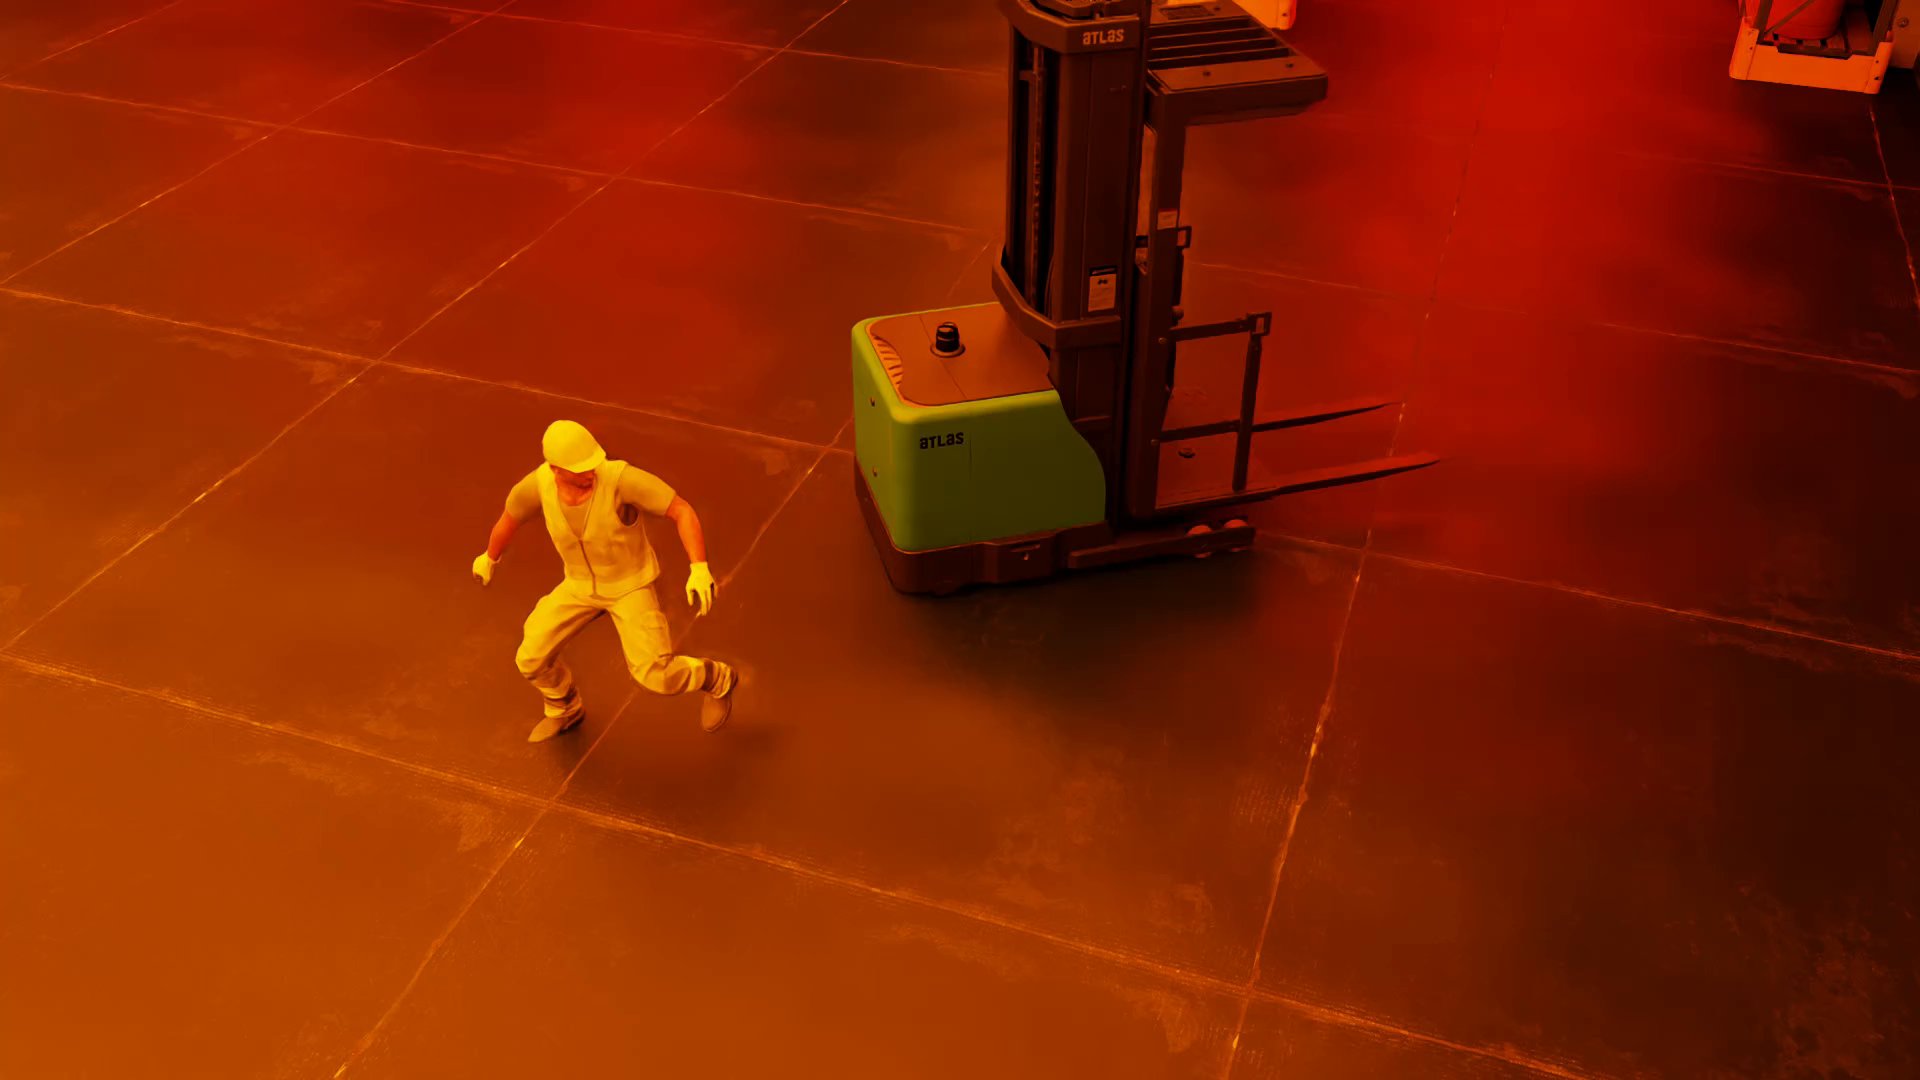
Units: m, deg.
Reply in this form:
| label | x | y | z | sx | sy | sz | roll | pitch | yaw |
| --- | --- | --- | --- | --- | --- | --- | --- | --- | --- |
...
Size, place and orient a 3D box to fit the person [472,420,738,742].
| label | x | y | z | sx | sy | sz | roll | pitch | yaw |
| --- | --- | --- | --- | --- | --- | --- | --- | --- | --- |
| person | -1.554 | 0.187 | 7.017 | 1.158 | 1.655 | 0.505 | 10 | 36 | 13 |

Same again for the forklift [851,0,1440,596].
| label | x | y | z | sx | sy | sz | roll | pitch | yaw |
| --- | --- | --- | --- | --- | --- | --- | --- | --- | --- |
| forklift | 1.015 | -1.391 | 8.073 | 3.031 | 2.935 | 1.130 | -9 | 36 | -13 |
